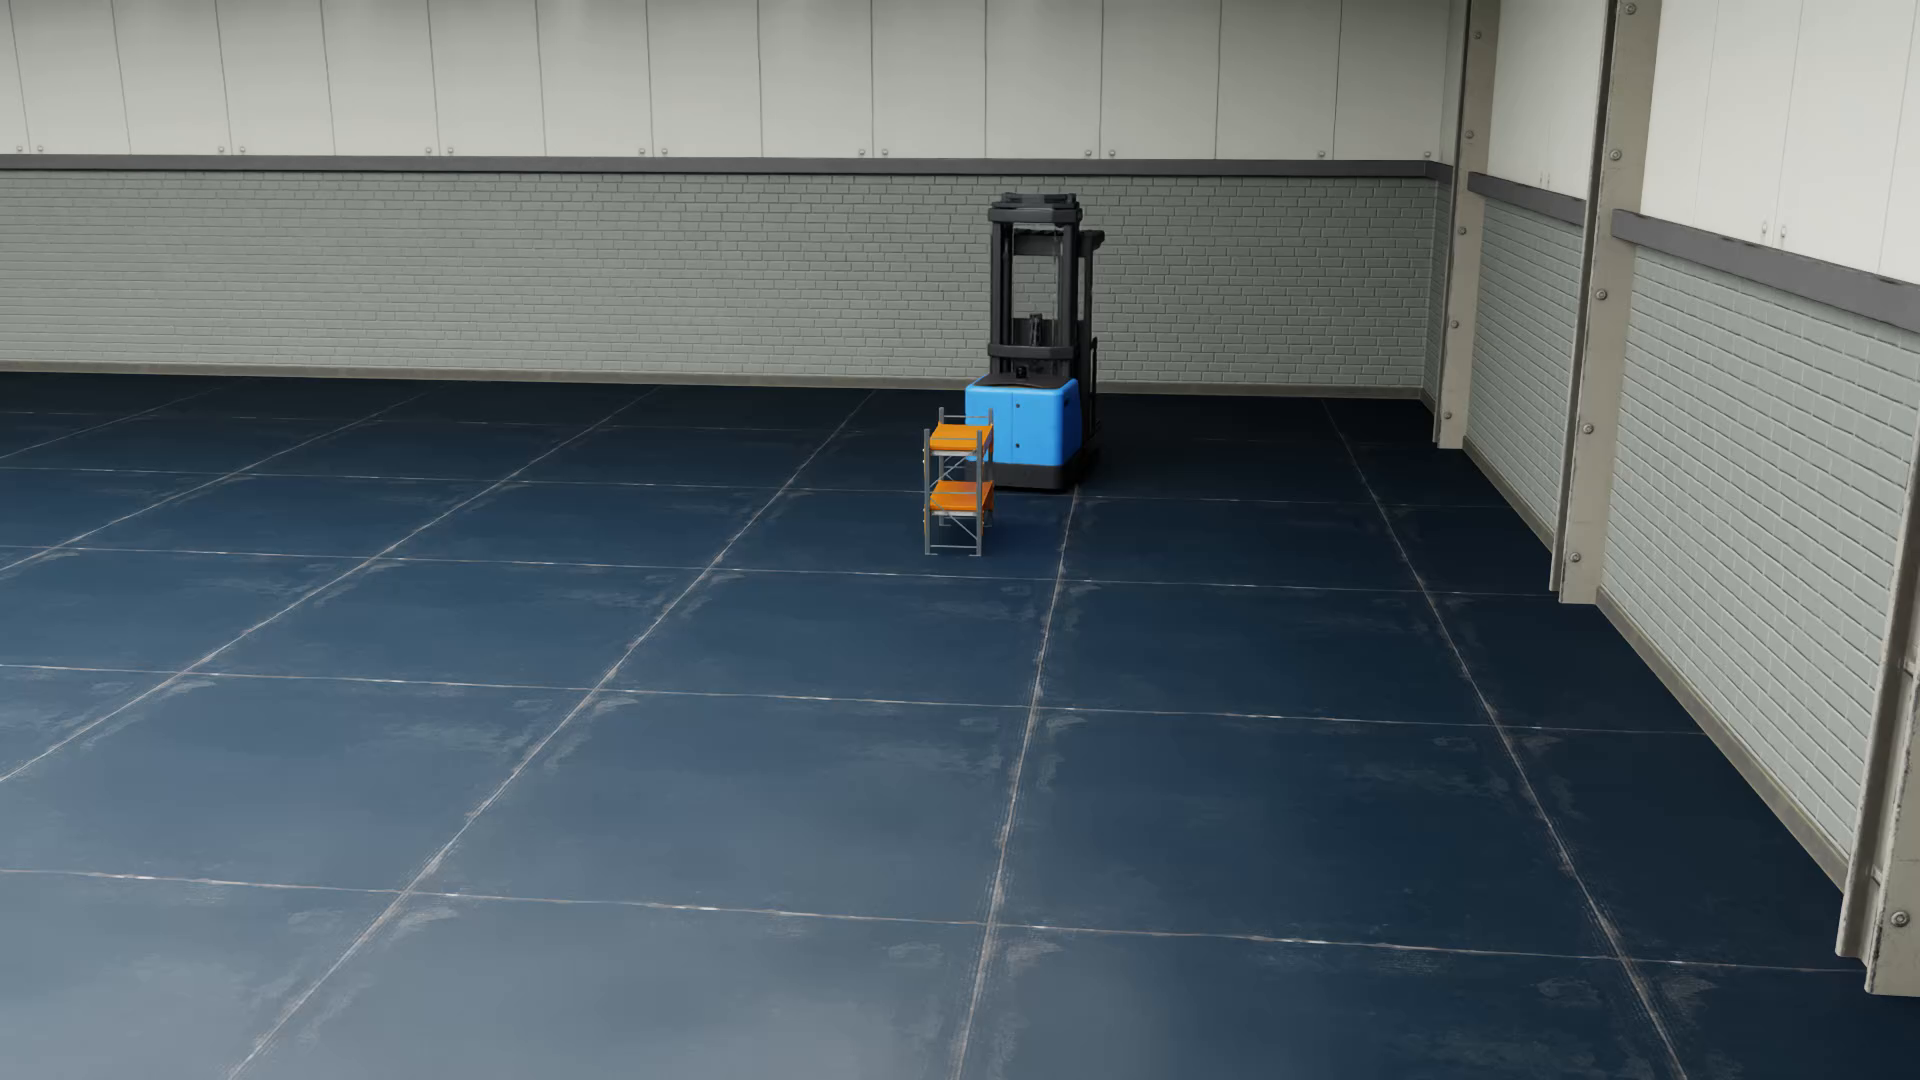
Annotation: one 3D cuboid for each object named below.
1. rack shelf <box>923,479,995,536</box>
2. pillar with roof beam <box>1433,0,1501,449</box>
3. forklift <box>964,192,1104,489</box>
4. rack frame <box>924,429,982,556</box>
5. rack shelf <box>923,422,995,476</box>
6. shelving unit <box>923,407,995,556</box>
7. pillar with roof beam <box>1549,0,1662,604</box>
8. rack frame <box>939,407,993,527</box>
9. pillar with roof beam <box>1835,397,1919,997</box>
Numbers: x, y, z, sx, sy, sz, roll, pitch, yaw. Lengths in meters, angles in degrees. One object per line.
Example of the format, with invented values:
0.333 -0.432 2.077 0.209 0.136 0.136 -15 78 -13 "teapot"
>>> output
-0.001 -0.305 15.073 0.538 0.278 1.000 2 15 6 "rack shelf"
1.375 -5.570 18.523 9.100 9.000 0.400 2 15 6 "pillar with roof beam"
0.922 -2.268 17.936 1.130 2.935 3.031 4 16 15 "forklift"
-0.058 -0.409 14.521 0.500 1.125 0.032 2 15 6 "rack frame"
-0.001 -0.824 14.932 0.538 0.278 1.000 2 15 6 "rack shelf"
-0.001 -0.541 15.009 0.538 1.125 1.048 2 15 6 "shelving unit"
0.698 -4.014 12.768 9.100 9.000 0.400 2 15 6 "pillar with roof beam"
0.057 -0.673 15.496 0.500 1.125 0.032 2 15 6 "rack frame"
0.021 -2.458 7.013 9.100 9.000 0.400 2 15 6 "pillar with roof beam"
